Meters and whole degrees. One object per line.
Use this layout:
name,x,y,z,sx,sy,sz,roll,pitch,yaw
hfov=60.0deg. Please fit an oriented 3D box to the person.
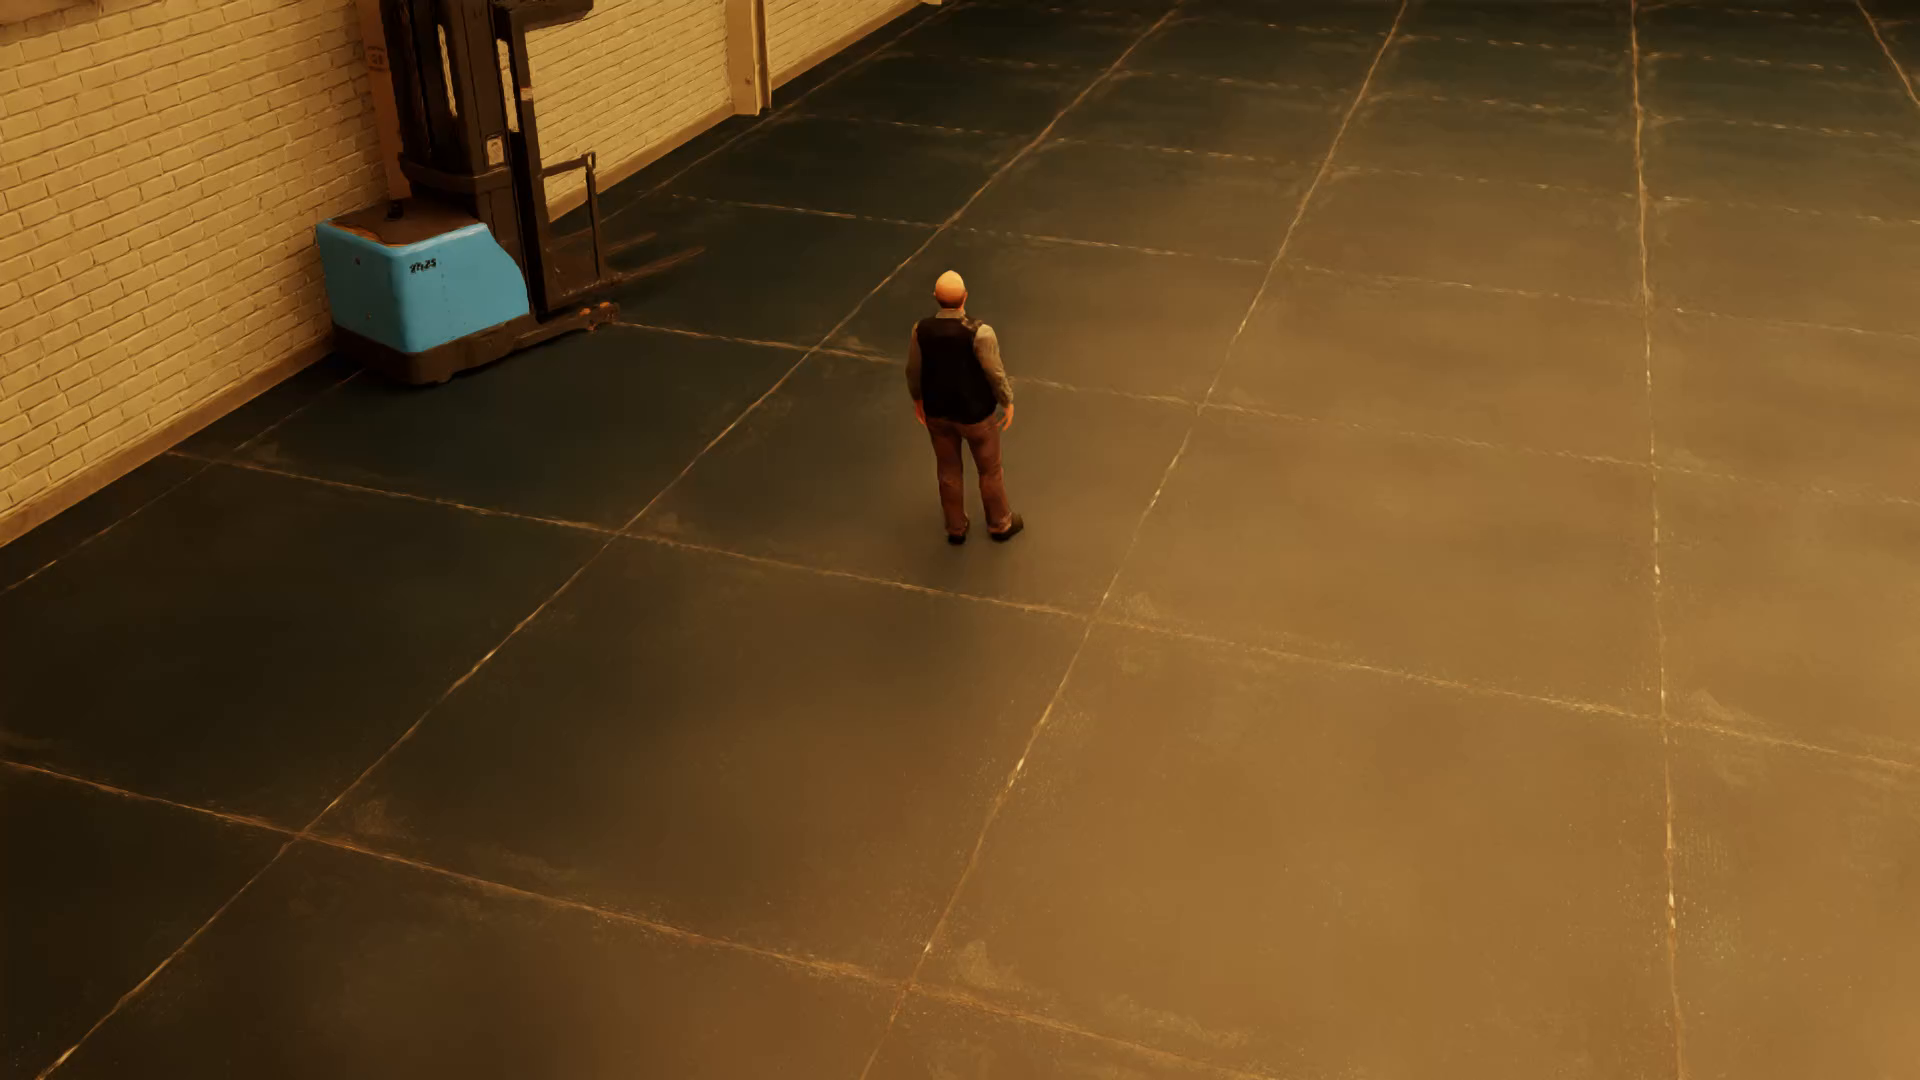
person,0.028,-0.782,9.715,0.632,1.720,0.567,10,31,16

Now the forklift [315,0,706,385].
forklift,-3.337,-3.046,12.479,1.130,2.935,3.031,22,36,33
